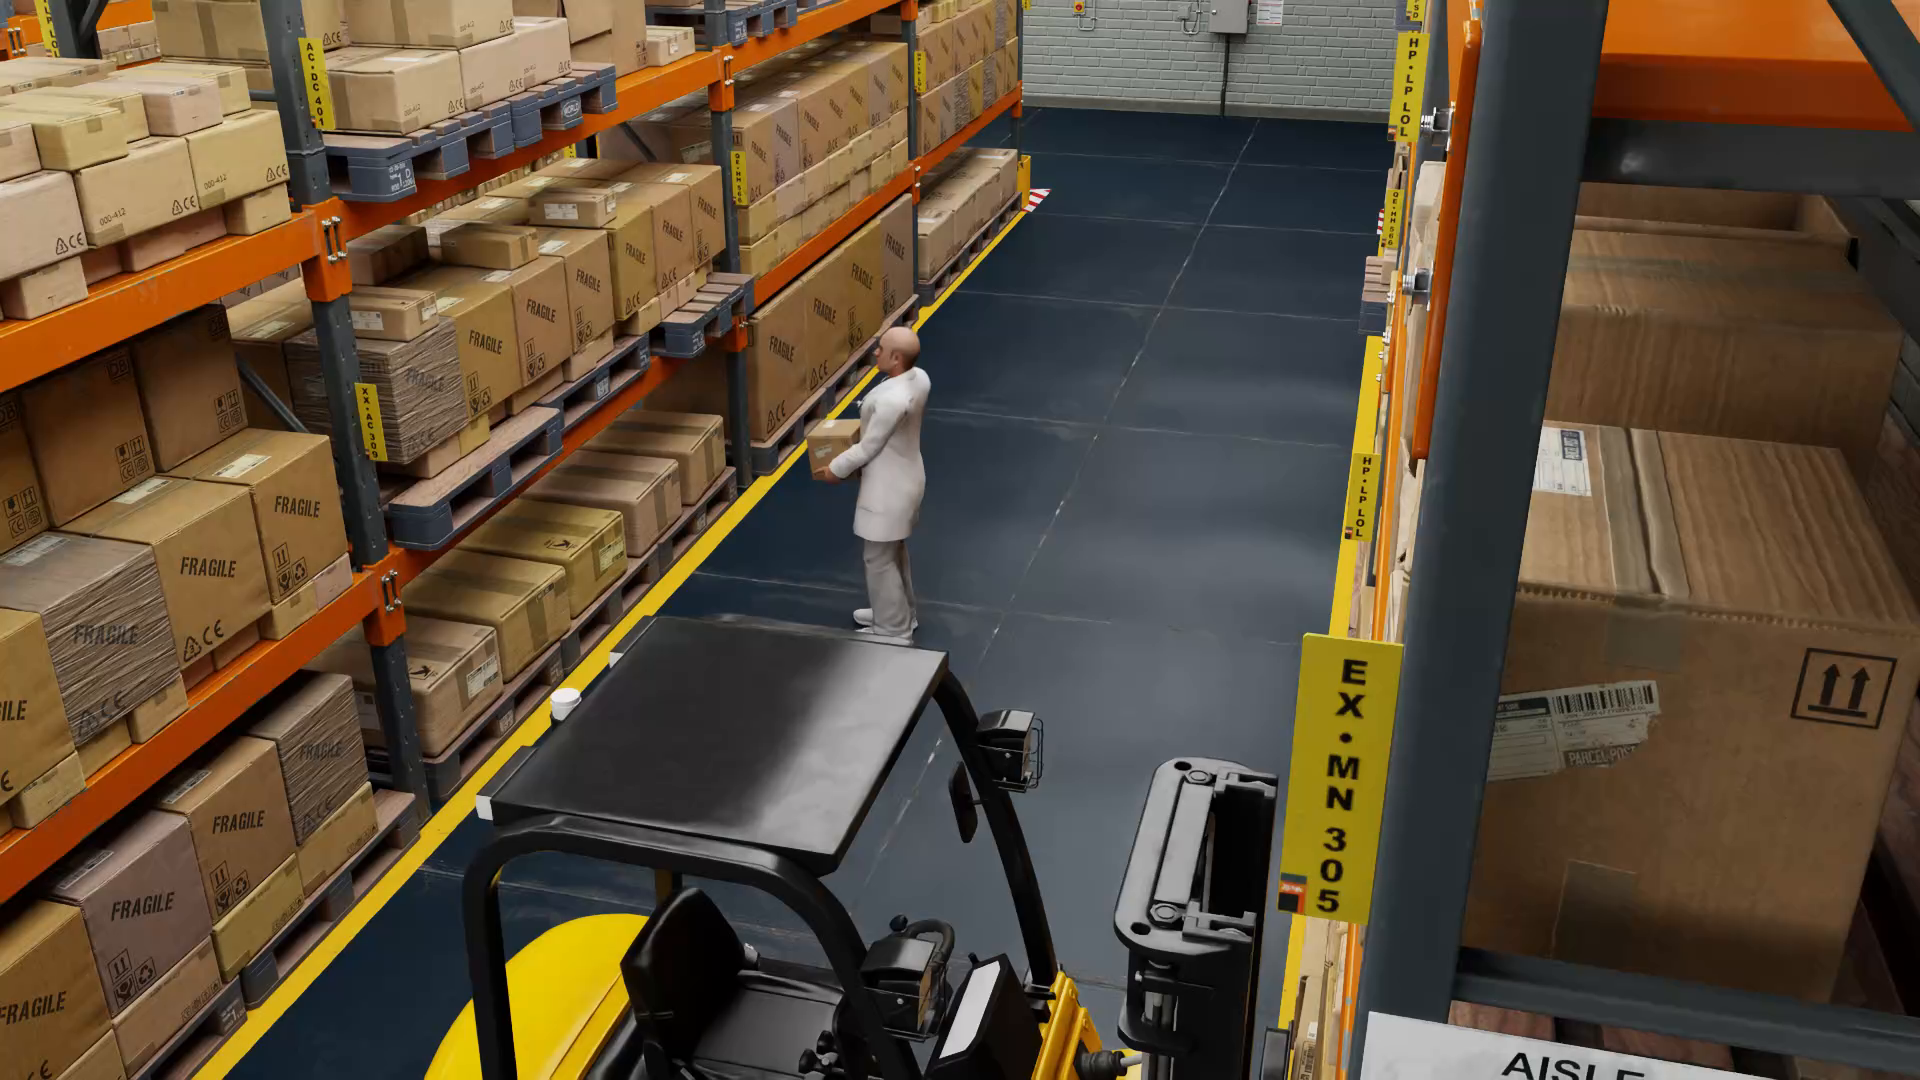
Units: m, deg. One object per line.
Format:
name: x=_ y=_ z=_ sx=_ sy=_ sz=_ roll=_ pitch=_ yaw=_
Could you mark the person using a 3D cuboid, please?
person: x=-0.460 y=-0.285 z=8.744 sx=0.561 sy=1.772 sz=0.529 roll=7 pitch=26 yaw=14
